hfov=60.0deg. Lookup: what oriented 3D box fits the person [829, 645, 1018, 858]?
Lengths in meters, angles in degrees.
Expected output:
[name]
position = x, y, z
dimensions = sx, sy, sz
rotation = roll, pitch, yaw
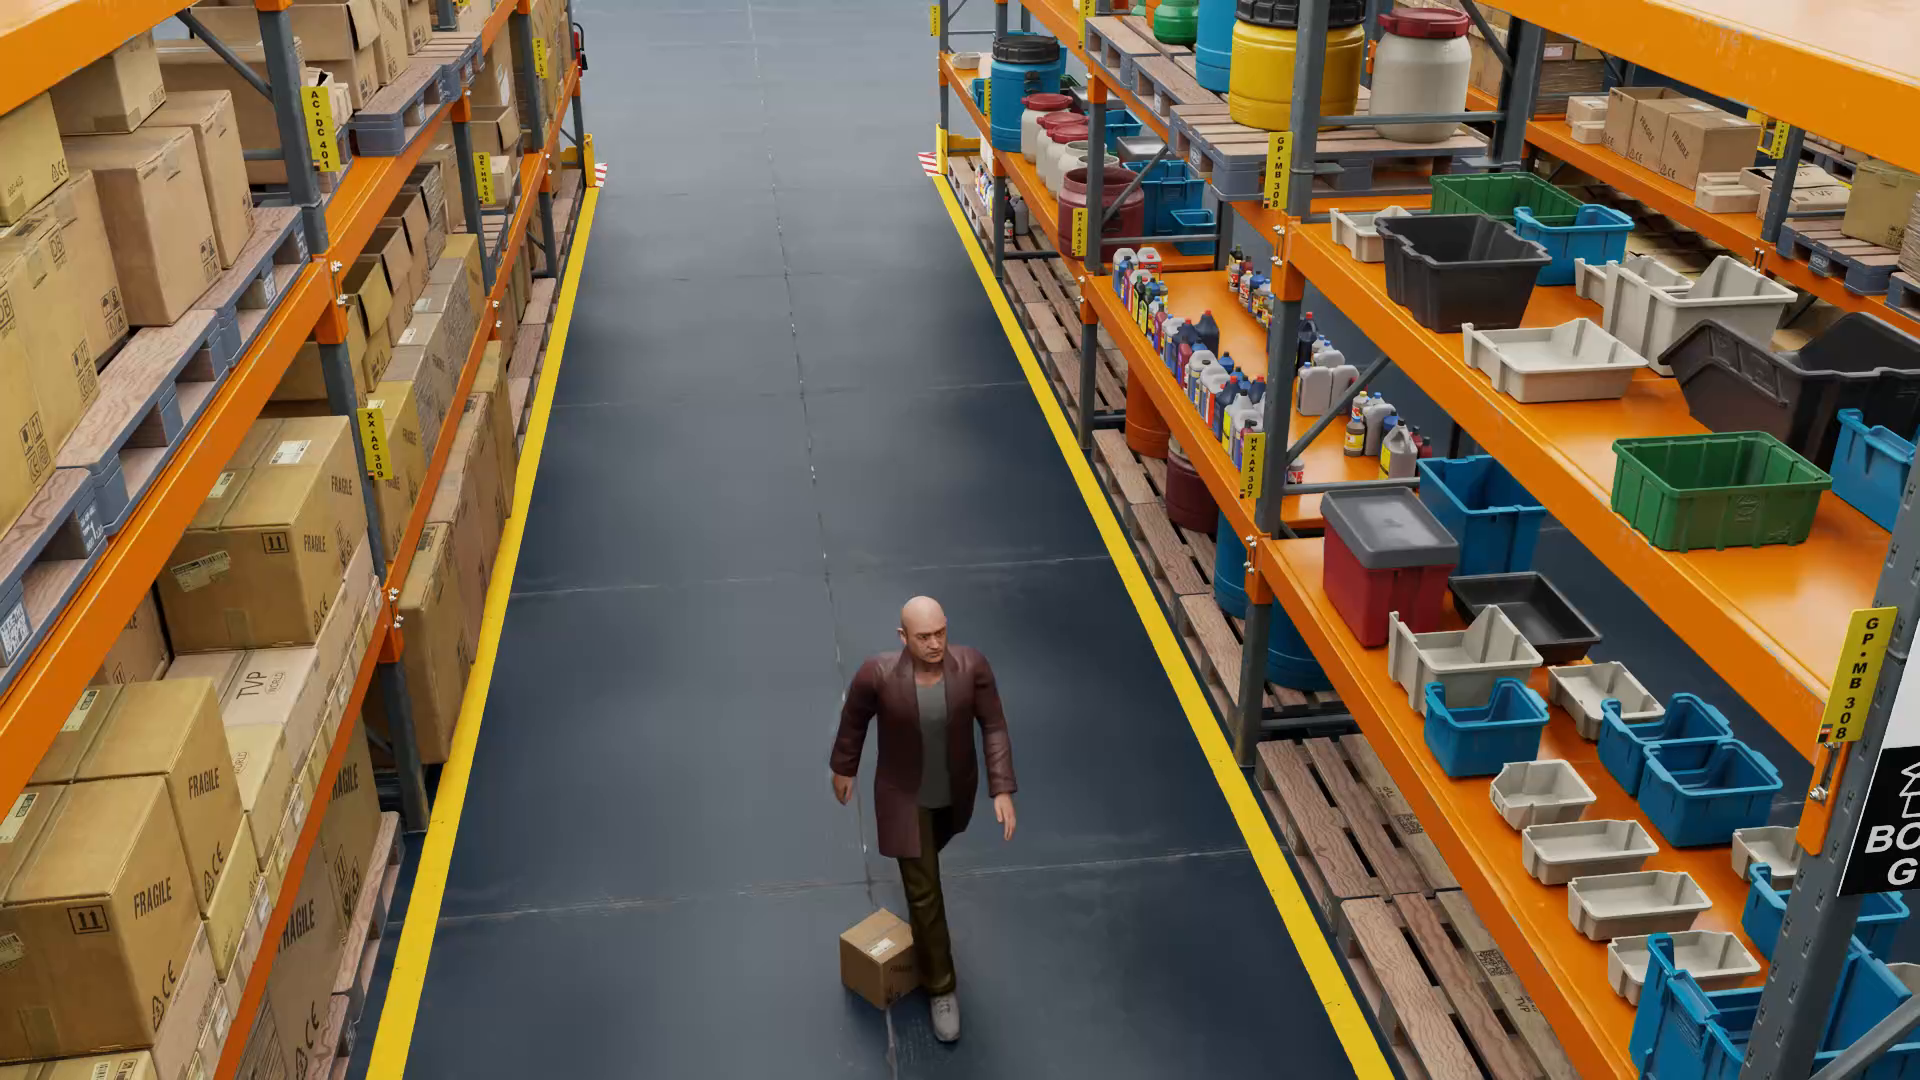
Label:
[person]
position = -0.150, 0.828, 6.628
dimensions = 0.667, 0.955, 0.539
rotation = -9, 28, -16
